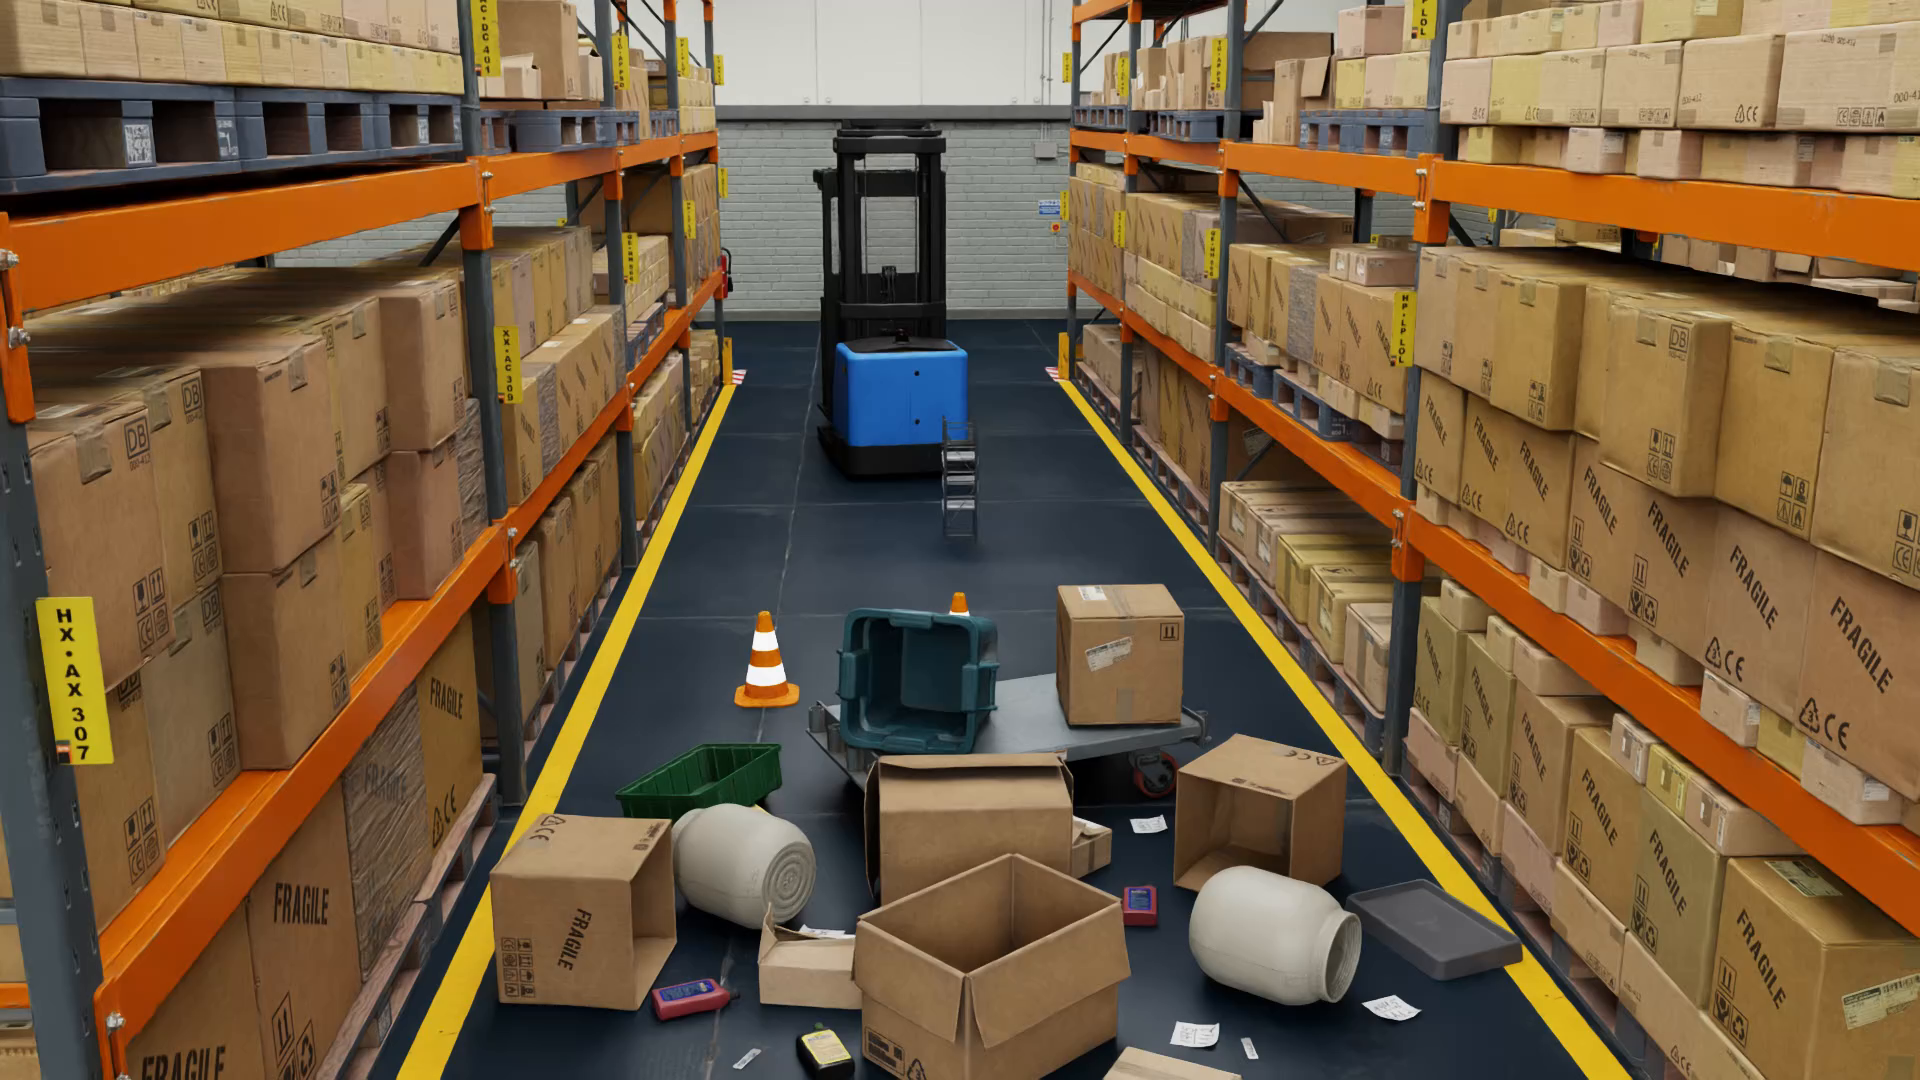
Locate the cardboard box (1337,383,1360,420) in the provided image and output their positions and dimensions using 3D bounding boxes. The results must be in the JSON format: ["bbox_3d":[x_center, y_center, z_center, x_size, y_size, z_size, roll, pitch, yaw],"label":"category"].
[{"bbox_3d":[2.131,-0.703,8.402,0.380,0.149,0.250,-1,14,-4],"label":"cardboard box"}]

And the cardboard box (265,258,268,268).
[{"bbox_3d":[-7.794,-2.995,18.150,0.380,0.149,0.250,-1,14,-2],"label":"cardboard box"}]

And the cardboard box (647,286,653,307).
[{"bbox_3d":[-2.634,-1.919,13.125,0.380,0.149,0.250,0,14,-1],"label":"cardboard box"}]

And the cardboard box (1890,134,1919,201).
[{"bbox_3d":[2.388,-0.851,3.797,0.380,0.149,0.250,-1,14,-3],"label":"cardboard box"}]

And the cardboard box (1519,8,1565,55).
[{"bbox_3d":[2.225,-1.807,5.912,0.380,0.149,0.250,-1,14,-4],"label":"cardboard box"}]

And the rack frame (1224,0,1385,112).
[{"bbox_3d":[2.242,-4.269,10.558,1.000,3.000,0.127,-1,14,-3],"label":"rack frame"}]

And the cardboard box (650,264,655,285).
[{"bbox_3d":[-2.653,-2.127,13.336,0.380,0.149,0.250,-2,15,-6],"label":"cardboard box"}]

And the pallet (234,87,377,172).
[{"bbox_3d":[-2.332,-1.170,4.714,1.003,0.211,1.213,-1,14,-3],"label":"pallet"}]

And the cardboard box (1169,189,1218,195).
[{"bbox_3d":[2.206,-3.013,15.510,0.500,0.500,0.500,-1,14,-3],"label":"cardboard box"}]

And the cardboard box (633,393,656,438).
[{"bbox_3d":[-2.525,-0.919,12.248,0.500,0.250,0.500,-1,14,-4],"label":"cardboard box"}]

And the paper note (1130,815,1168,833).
[{"bbox_3d":[0.819,1.227,7.194,0.148,0.019,0.142,-1,14,-3],"label":"paper note"}]

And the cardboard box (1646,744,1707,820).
[{"bbox_3d":[2.325,0.729,5.041,0.380,0.149,0.250,-1,14,-3],"label":"cardboard box"}]

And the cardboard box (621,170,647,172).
[{"bbox_3d":[-3.295,-3.302,16.036,0.500,0.500,0.500,-1,14,-2],"label":"cardboard box"}]

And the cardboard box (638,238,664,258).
[{"bbox_3d":[-2.703,-2.463,14.046,0.380,0.149,0.250,-1,14,-5],"label":"cardboard box"}]

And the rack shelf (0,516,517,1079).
[{"bbox_3d":[-2.321,0.579,5.201,1.077,0.370,4.000,-1,14,-3],"label":"rack shelf"}]

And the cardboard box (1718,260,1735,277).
[{"bbox_3d":[6.651,-2.223,14.072,0.396,0.266,0.258,0,14,-1],"label":"cardboard box"}]

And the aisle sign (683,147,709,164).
[{"bbox_3d":[-2.893,-4.533,18.408,0.394,0.787,0.004,-1,14,-3],"label":"aisle sign"}]

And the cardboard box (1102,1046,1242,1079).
[{"bbox_3d":[0.640,1.712,5.073,0.380,0.149,0.250,7,16,26],"label":"cardboard box"}]

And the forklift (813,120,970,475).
[{"bbox_3d":[-0.717,-2.285,15.025,1.130,2.935,3.031,-3,15,-11],"label":"forklift"}]

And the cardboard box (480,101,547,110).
[{"bbox_3d":[-2.982,-2.901,11.061,0.500,0.500,0.500,-1,14,-3],"label":"cardboard box"}]

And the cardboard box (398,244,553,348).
[{"bbox_3d":[-2.576,-1.302,8.861,0.700,0.500,0.500,-1,14,-4],"label":"cardboard box"}]

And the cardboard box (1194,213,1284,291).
[{"bbox_3d":[1.948,-2.021,11.652,0.500,0.500,0.500,-1,14,-5],"label":"cardboard box"}]

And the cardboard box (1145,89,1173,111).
[{"bbox_3d":[1.723,-3.581,13.531,0.380,0.166,0.250,-2,15,-7],"label":"cardboard box"}]

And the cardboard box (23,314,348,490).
[{"bbox_3d":[-2.369,-0.367,4.966,0.875,0.550,0.500,-1,14,-3],"label":"cardboard box"}]

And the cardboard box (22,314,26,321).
[{"bbox_3d":[-7.506,-1.764,12.661,0.500,0.500,0.500,-1,14,-3],"label":"cardboard box"}]

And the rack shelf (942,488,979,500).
[{"bbox_3d":[0.000,-0.318,11.953,0.258,0.077,0.200,-1,14,-3],"label":"rack shelf"}]

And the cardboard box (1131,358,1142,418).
[{"bbox_3d":[2.062,-1.479,16.052,0.875,0.438,0.875,-1,14,-4],"label":"cardboard box"}]

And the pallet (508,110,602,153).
[{"bbox_3d":[-2.528,-2.186,8.861,1.003,0.211,1.213,0,14,-1],"label":"pallet"}]

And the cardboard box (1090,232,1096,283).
[{"bbox_3d":[1.609,-2.901,17.081,0.500,0.500,0.500,0,14,-2],"label":"cardboard box"}]

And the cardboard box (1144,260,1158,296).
[{"bbox_3d":[1.805,-2.159,13.694,0.500,0.250,0.500,-1,14,-3],"label":"cardboard box"}]

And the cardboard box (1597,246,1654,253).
[{"bbox_3d":[6.627,-2.754,16.416,0.500,0.250,0.500,-1,14,-3],"label":"cardboard box"}]

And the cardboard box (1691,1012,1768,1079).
[{"bbox_3d":[2.417,1.552,4.651,0.500,0.250,0.500,-1,14,-4],"label":"cardboard box"}]

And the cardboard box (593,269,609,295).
[{"bbox_3d":[-2.528,-1.751,11.278,0.380,0.149,0.250,-1,14,-3],"label":"cardboard box"}]

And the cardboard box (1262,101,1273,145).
[{"bbox_3d":[2.107,-2.607,10.387,0.396,0.266,0.258,-1,14,-3],"label":"cardboard box"}]

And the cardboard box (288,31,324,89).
[{"bbox_3d":[-1.993,-1.322,4.587,0.380,0.149,0.250,-1,14,-3],"label":"cardboard box"}]

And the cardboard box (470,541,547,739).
[{"bbox_3d":[-2.573,0.466,7.867,1.050,0.750,0.750,-1,14,-4],"label":"cardboard box"}]

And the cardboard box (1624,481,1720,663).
[{"bbox_3d":[2.375,0.054,4.999,0.500,0.500,0.500,-1,14,-4],"label":"cardboard box"}]

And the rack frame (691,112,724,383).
[{"bbox_3d":[-3.188,-3.251,18.644,1.000,3.000,0.127,-1,14,-3],"label":"rack frame"}]

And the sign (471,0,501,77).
[{"bbox_3d":[-1.891,-2.017,6.631,0.100,0.325,0.005,-1,14,-3],"label":"sign"}]

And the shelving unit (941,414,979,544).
[{"bbox_3d":[0.000,-0.438,11.922,0.258,0.900,0.210,-1,14,-3],"label":"shelving unit"}]

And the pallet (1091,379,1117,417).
[{"bbox_3d":[1.946,-1.502,17.441,1.003,0.211,1.213,-1,14,-3],"label":"pallet"}]

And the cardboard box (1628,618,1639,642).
[{"bbox_3d":[2.425,0.278,5.431,0.380,0.149,0.250,-1,14,-3],"label":"cardboard box"}]

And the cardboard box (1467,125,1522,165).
[{"bbox_3d":[2.222,-1.552,6.524,0.380,0.149,0.250,-1,14,-3],"label":"cardboard box"}]

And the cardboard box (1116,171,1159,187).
[{"bbox_3d":[1.710,-3.469,15.979,0.380,0.149,0.250,-1,14,-4],"label":"cardboard box"}]

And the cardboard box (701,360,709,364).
[{"bbox_3d":[-2.795,-1.769,17.165,0.380,0.149,0.250,0,14,-1],"label":"cardboard box"}]

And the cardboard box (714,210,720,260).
[{"bbox_3d":[-2.904,-3.336,18.175,0.500,0.500,0.500,-1,14,-2],"label":"cardboard box"}]

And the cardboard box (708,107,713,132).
[{"bbox_3d":[-2.857,-4.396,17.372,0.500,0.250,0.500,-1,14,-3],"label":"cardboard box"}]

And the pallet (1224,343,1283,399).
[{"bbox_3d":[2.392,-1.095,10.647,1.213,0.211,1.003,-1,14,-3],"label":"pallet"}]

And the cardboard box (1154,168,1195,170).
[{"bbox_3d":[2.158,-3.667,16.748,0.380,0.149,0.250,-1,14,-3],"label":"cardboard box"}]

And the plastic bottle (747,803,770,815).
[{"bbox_3d":[-0.921,1.201,7.234,0.133,0.061,0.283,-9,17,-32],"label":"plastic bottle"}]

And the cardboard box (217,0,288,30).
[{"bbox_3d":[-2.035,-1.424,4.181,0.500,0.250,0.500,-1,14,-4],"label":"cardboard box"}]

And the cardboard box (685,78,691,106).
[{"bbox_3d":[-2.757,-4.126,15.321,0.500,0.250,0.500,-1,14,-4],"label":"cardboard box"}]

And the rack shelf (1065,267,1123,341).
[{"bbox_3d":[1.870,-2.507,17.195,1.077,0.370,4.000,-1,14,-3],"label":"rack shelf"}]

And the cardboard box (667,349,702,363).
[{"bbox_3d":[-2.826,-1.845,16.863,0.380,0.149,0.250,-1,14,-3],"label":"cardboard box"}]

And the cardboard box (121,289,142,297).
[{"bbox_3d":[-7.584,-2.162,14.914,0.380,0.149,0.250,-1,14,-3],"label":"cardboard box"}]

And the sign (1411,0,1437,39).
[{"bbox_3d":[1.936,-2.253,6.915,0.100,0.325,0.005,-1,14,-3],"label":"sign"}]

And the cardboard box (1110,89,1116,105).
[{"bbox_3d":[1.618,-4.161,15.618,0.380,0.149,0.250,-1,14,-2],"label":"cardboard box"}]

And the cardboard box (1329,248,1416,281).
[{"bbox_3d":[2.139,-1.429,8.618,0.380,0.149,0.250,-2,15,-6],"label":"cardboard box"}]
